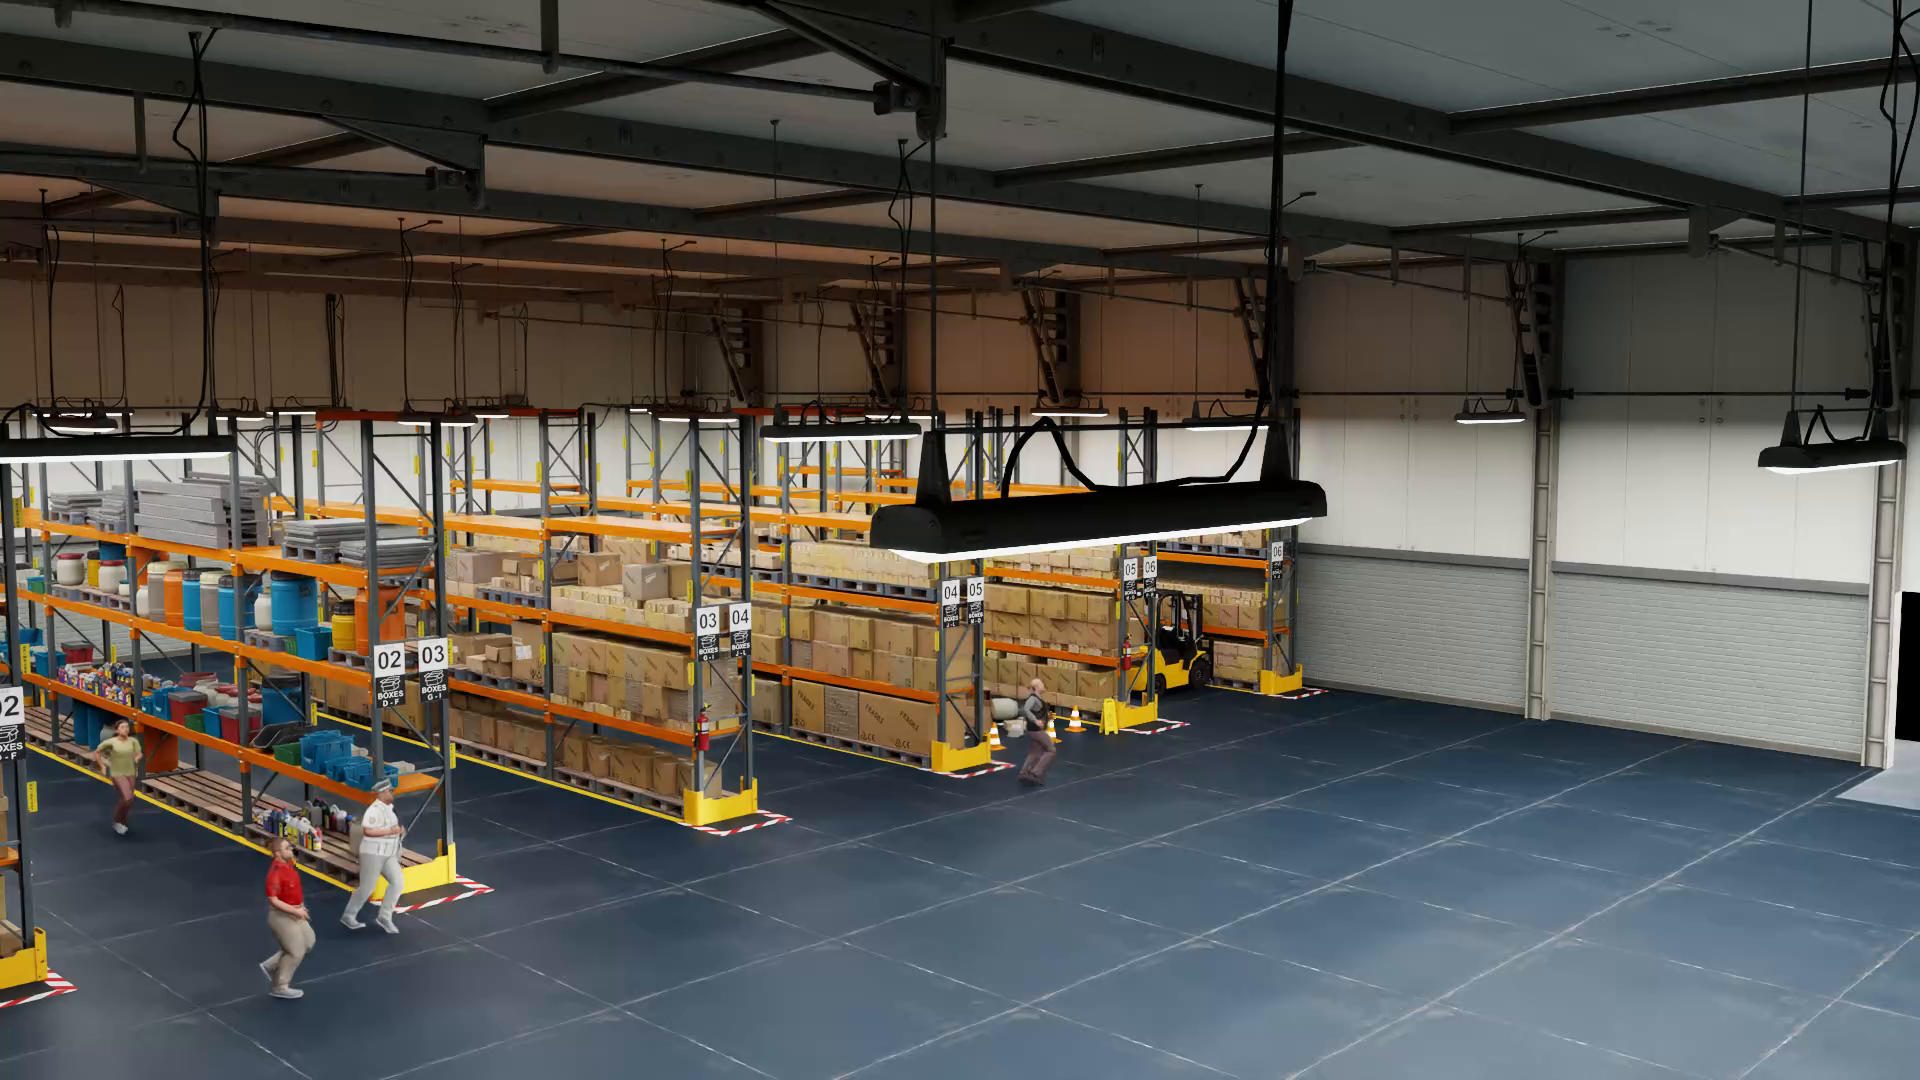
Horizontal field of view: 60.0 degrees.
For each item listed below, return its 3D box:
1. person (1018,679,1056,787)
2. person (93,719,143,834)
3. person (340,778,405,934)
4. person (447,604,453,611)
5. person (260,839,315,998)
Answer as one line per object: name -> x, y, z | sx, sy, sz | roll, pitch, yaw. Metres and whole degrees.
person -> 1.241, 3.111, 26.867 | 0.620, 1.738, 0.686 | 0, 5, -1
person -> -11.969, 3.384, 23.806 | 0.599, 1.639, 0.565 | 3, 6, 32
person -> -6.872, 3.731, 19.684 | 0.745, 1.812, 0.675 | 1, 5, 12
person -> -12.347, 1.974, 40.310 | 0.839, 1.528, 0.593 | -1, 5, -12
person -> -7.076, 3.957, 17.436 | 0.545, 1.684, 0.667 | -1, 5, -15
